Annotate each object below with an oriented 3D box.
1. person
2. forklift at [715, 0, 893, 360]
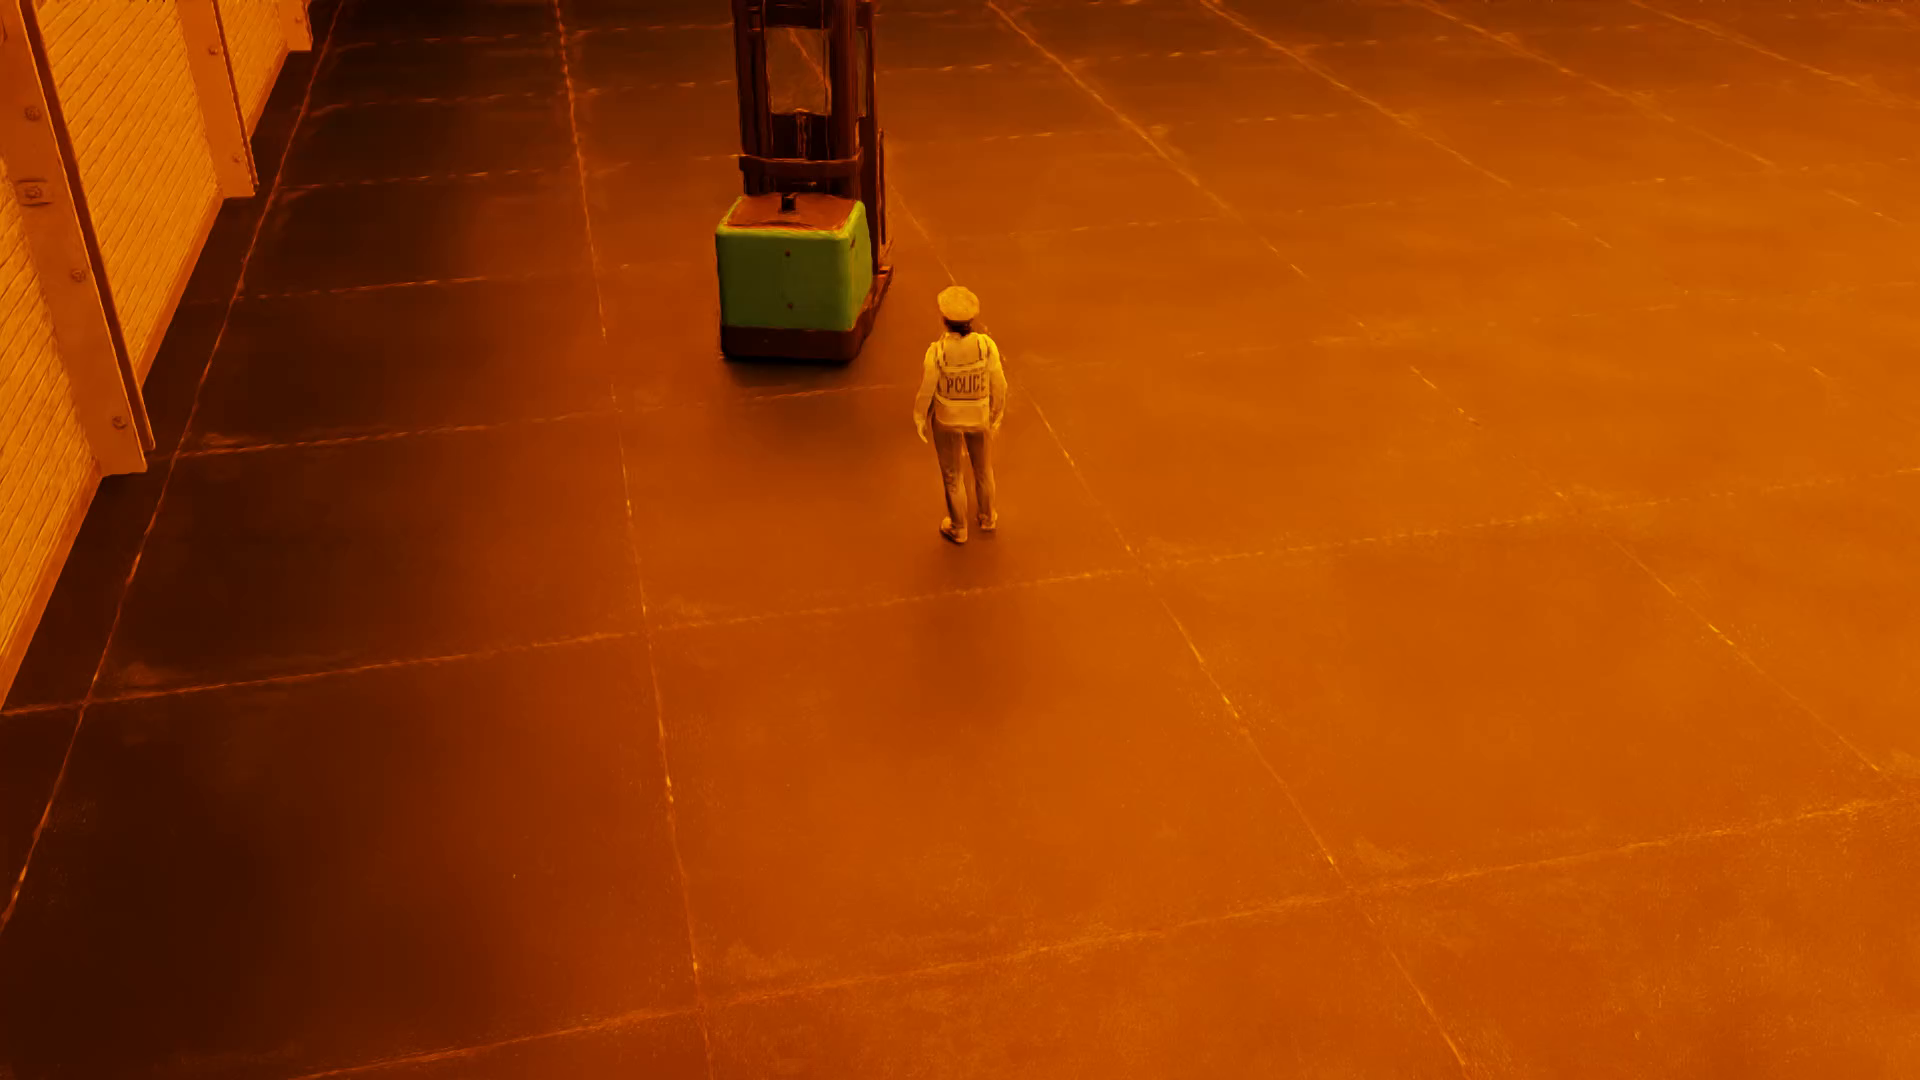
[{"bbox_3d":[-0.009,-0.773,10.130,0.586,1.695,0.532,-7,31,-12],"label":"person"},{"bbox_3d":[-1.170,-3.365,13.386,1.130,2.935,3.031,3,30,6],"label":"forklift"}]
